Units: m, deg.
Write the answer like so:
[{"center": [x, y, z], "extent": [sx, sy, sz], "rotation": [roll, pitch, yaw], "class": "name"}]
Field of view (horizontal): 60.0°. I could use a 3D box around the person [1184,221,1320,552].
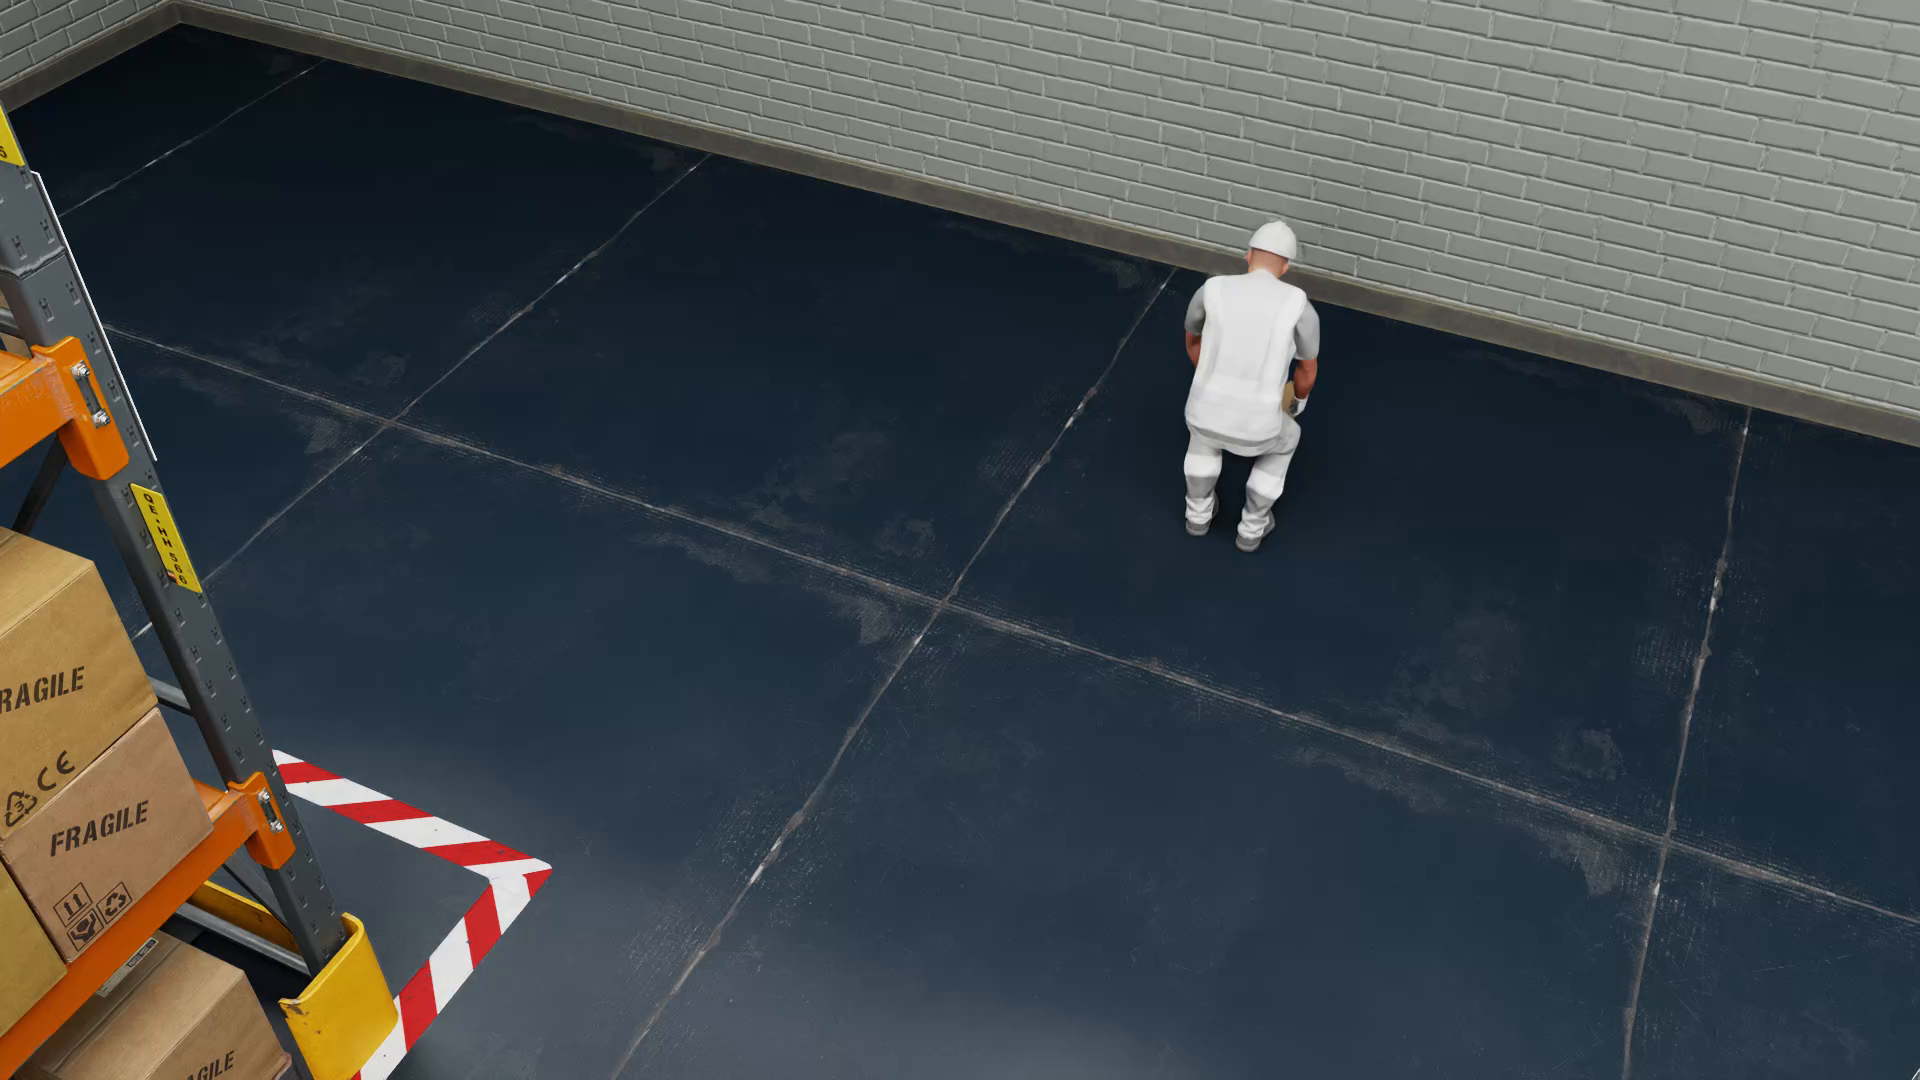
[{"center": [1.203, -0.636, 7.163], "extent": [0.584, 1.384, 0.780], "rotation": [17, 44, 19], "class": "person"}]
